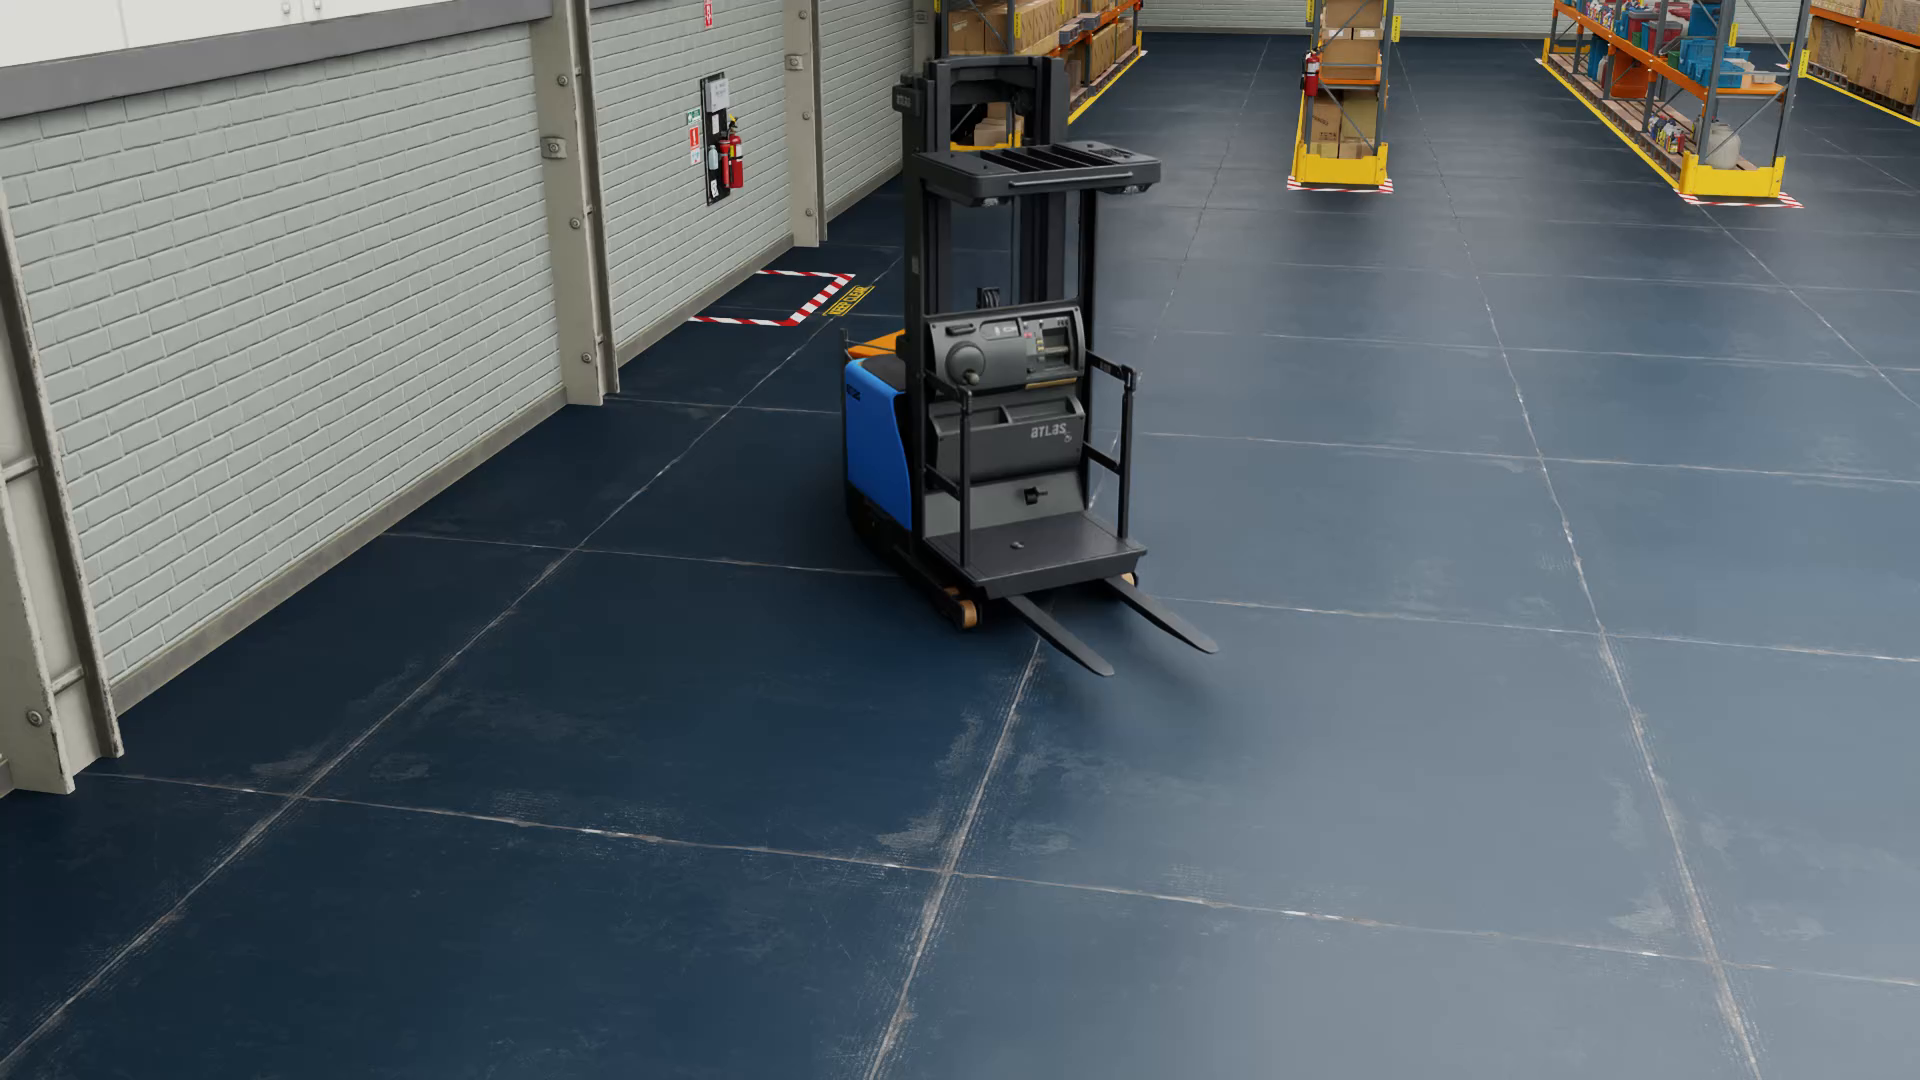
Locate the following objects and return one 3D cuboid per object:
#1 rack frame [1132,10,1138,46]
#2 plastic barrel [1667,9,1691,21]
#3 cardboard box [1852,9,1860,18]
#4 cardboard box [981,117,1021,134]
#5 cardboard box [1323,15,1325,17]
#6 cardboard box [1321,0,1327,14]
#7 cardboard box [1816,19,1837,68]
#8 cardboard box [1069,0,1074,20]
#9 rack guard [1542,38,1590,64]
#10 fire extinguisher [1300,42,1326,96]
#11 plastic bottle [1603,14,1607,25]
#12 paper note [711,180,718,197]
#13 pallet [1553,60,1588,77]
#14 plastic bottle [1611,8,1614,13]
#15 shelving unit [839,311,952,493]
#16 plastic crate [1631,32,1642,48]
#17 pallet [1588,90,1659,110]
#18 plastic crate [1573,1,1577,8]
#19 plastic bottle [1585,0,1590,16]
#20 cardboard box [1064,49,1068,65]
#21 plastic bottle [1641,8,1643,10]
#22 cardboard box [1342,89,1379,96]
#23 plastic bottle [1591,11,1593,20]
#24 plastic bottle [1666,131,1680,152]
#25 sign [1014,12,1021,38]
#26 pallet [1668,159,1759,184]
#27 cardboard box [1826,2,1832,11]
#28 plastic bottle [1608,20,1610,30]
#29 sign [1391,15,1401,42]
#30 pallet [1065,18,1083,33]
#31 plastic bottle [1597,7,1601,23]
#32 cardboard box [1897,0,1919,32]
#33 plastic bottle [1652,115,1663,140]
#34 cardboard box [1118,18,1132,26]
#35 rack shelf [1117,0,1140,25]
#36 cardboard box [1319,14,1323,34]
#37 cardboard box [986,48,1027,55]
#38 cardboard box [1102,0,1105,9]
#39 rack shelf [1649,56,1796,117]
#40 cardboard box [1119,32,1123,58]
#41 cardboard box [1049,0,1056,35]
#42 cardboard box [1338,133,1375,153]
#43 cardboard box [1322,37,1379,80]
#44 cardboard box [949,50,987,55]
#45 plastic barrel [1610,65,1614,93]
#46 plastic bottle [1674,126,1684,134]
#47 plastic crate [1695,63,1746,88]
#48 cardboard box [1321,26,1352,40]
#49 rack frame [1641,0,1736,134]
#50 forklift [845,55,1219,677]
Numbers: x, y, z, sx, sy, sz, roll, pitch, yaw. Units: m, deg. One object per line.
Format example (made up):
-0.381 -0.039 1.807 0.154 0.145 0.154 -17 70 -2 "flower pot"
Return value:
3.505 -12.440 37.226 1.000 3.000 0.127 4 22 11 "rack frame"
11.403 -8.119 26.315 0.433 0.535 0.433 0 22 0 "plastic barrel"
16.978 -9.864 31.167 0.380 0.149 0.250 5 22 11 "cardboard box"
0.586 -6.000 24.246 0.500 0.311 0.500 6 23 15 "cardboard box"
5.350 -7.372 23.640 0.380 0.149 0.250 4 22 10 "cardboard box"
6.741 -9.618 29.523 0.700 0.500 0.500 -3 22 -7 "cardboard box"
17.814 -9.943 33.309 0.875 0.875 0.875 4 22 11 "cardboard box"
1.554 -9.134 28.296 0.700 0.500 0.500 4 22 11 "cardboard box"
13.196 -10.535 35.842 1.175 0.500 0.348 4 22 11 "rack guard"
4.612 -6.168 21.757 0.296 0.674 0.183 4 22 11 "fire extinguisher"
11.464 -9.221 29.501 0.097 0.201 0.097 0 22 0 "plastic bottle"
-2.333 -3.347 15.828 0.016 0.148 0.142 4 22 11 "paper note"
12.746 -9.647 34.026 1.003 0.211 1.213 4 22 11 "pallet"
11.648 -9.360 29.734 0.061 0.283 0.133 4 22 11 "plastic bottle"
-0.273 -0.944 11.192 0.538 1.125 1.048 15 26 32 "shelving unit"
10.834 -7.856 26.128 0.450 0.188 0.662 4 22 11 "plastic crate"
11.691 -7.757 29.331 1.003 0.211 1.213 4 22 11 "pallet"
12.353 -10.552 32.826 0.437 0.125 0.590 4 22 11 "plastic crate"
11.895 -10.066 31.488 0.061 0.283 0.133 4 22 11 "plastic bottle"
1.599 -8.435 29.036 0.500 0.250 0.500 5 22 12 "cardboard box"
12.288 -9.452 29.981 0.097 0.271 0.097 0 22 0 "plastic bottle"
5.726 -6.207 23.864 0.500 0.500 0.500 4 22 11 "cardboard box"
11.755 -9.744 30.798 0.097 0.201 0.097 0 22 0 "plastic bottle"
9.963 -5.569 23.222 0.152 0.276 0.135 5 22 11 "plastic bottle"
0.771 -6.948 22.432 0.100 0.325 0.005 4 22 11 "sign"
10.079 -4.868 22.157 1.003 0.211 1.213 4 22 11 "pallet"
17.344 -10.523 32.803 0.380 0.149 0.250 4 22 10 "cardboard box"
11.325 -8.972 28.882 0.097 0.201 0.097 0 22 0 "plastic bottle"
5.633 -6.606 21.475 0.100 0.325 0.005 4 22 11 "sign"
1.509 -8.698 28.192 1.003 0.211 1.213 4 22 11 "pallet"
11.613 -9.522 30.154 0.097 0.271 0.097 0 22 0 "plastic bottle"
16.488 -8.999 28.549 0.500 0.500 0.500 4 22 9 "cardboard box"
10.184 -6.008 24.212 0.144 0.351 0.185 5 22 12 "plastic bottle"
3.561 -11.358 36.455 0.380 0.149 0.250 5 22 12 "cardboard box"
3.097 -11.375 35.544 1.077 0.370 4.000 4 22 11 "rack shelf"
6.351 -8.784 28.268 0.500 0.311 0.500 4 22 10 "cardboard box"
0.651 -6.682 23.104 0.500 0.250 0.500 4 22 9 "cardboard box"
2.441 -10.238 31.200 0.500 0.500 0.500 4 22 11 "cardboard box"
10.347 -6.231 22.772 1.077 0.370 4.000 4 22 11 "rack shelf"
3.048 -10.461 35.097 0.700 0.500 0.500 4 22 10 "cardboard box"
1.166 -7.959 25.271 0.500 0.500 0.500 4 22 11 "cardboard box"
5.516 -5.494 23.097 0.500 0.250 0.500 4 22 11 "cardboard box"
5.198 -6.428 22.165 0.700 0.500 0.500 4 22 11 "cardboard box"
0.146 -6.714 23.182 0.500 0.250 0.500 5 22 12 "cardboard box"
11.682 -8.193 29.449 0.421 0.512 0.421 0 22 0 "plastic barrel"
10.209 -5.746 23.663 0.152 0.276 0.135 4 22 11 "plastic bottle"
9.748 -5.970 21.360 0.499 0.251 0.616 4 22 11 "plastic crate"
4.982 -6.713 22.006 0.380 0.149 0.250 4 22 10 "cardboard box"
10.755 -7.296 24.454 1.000 3.000 0.127 4 22 11 "rack frame"
0.361 -1.053 9.044 1.130 2.935 3.031 -10 24 -23 "forklift"
